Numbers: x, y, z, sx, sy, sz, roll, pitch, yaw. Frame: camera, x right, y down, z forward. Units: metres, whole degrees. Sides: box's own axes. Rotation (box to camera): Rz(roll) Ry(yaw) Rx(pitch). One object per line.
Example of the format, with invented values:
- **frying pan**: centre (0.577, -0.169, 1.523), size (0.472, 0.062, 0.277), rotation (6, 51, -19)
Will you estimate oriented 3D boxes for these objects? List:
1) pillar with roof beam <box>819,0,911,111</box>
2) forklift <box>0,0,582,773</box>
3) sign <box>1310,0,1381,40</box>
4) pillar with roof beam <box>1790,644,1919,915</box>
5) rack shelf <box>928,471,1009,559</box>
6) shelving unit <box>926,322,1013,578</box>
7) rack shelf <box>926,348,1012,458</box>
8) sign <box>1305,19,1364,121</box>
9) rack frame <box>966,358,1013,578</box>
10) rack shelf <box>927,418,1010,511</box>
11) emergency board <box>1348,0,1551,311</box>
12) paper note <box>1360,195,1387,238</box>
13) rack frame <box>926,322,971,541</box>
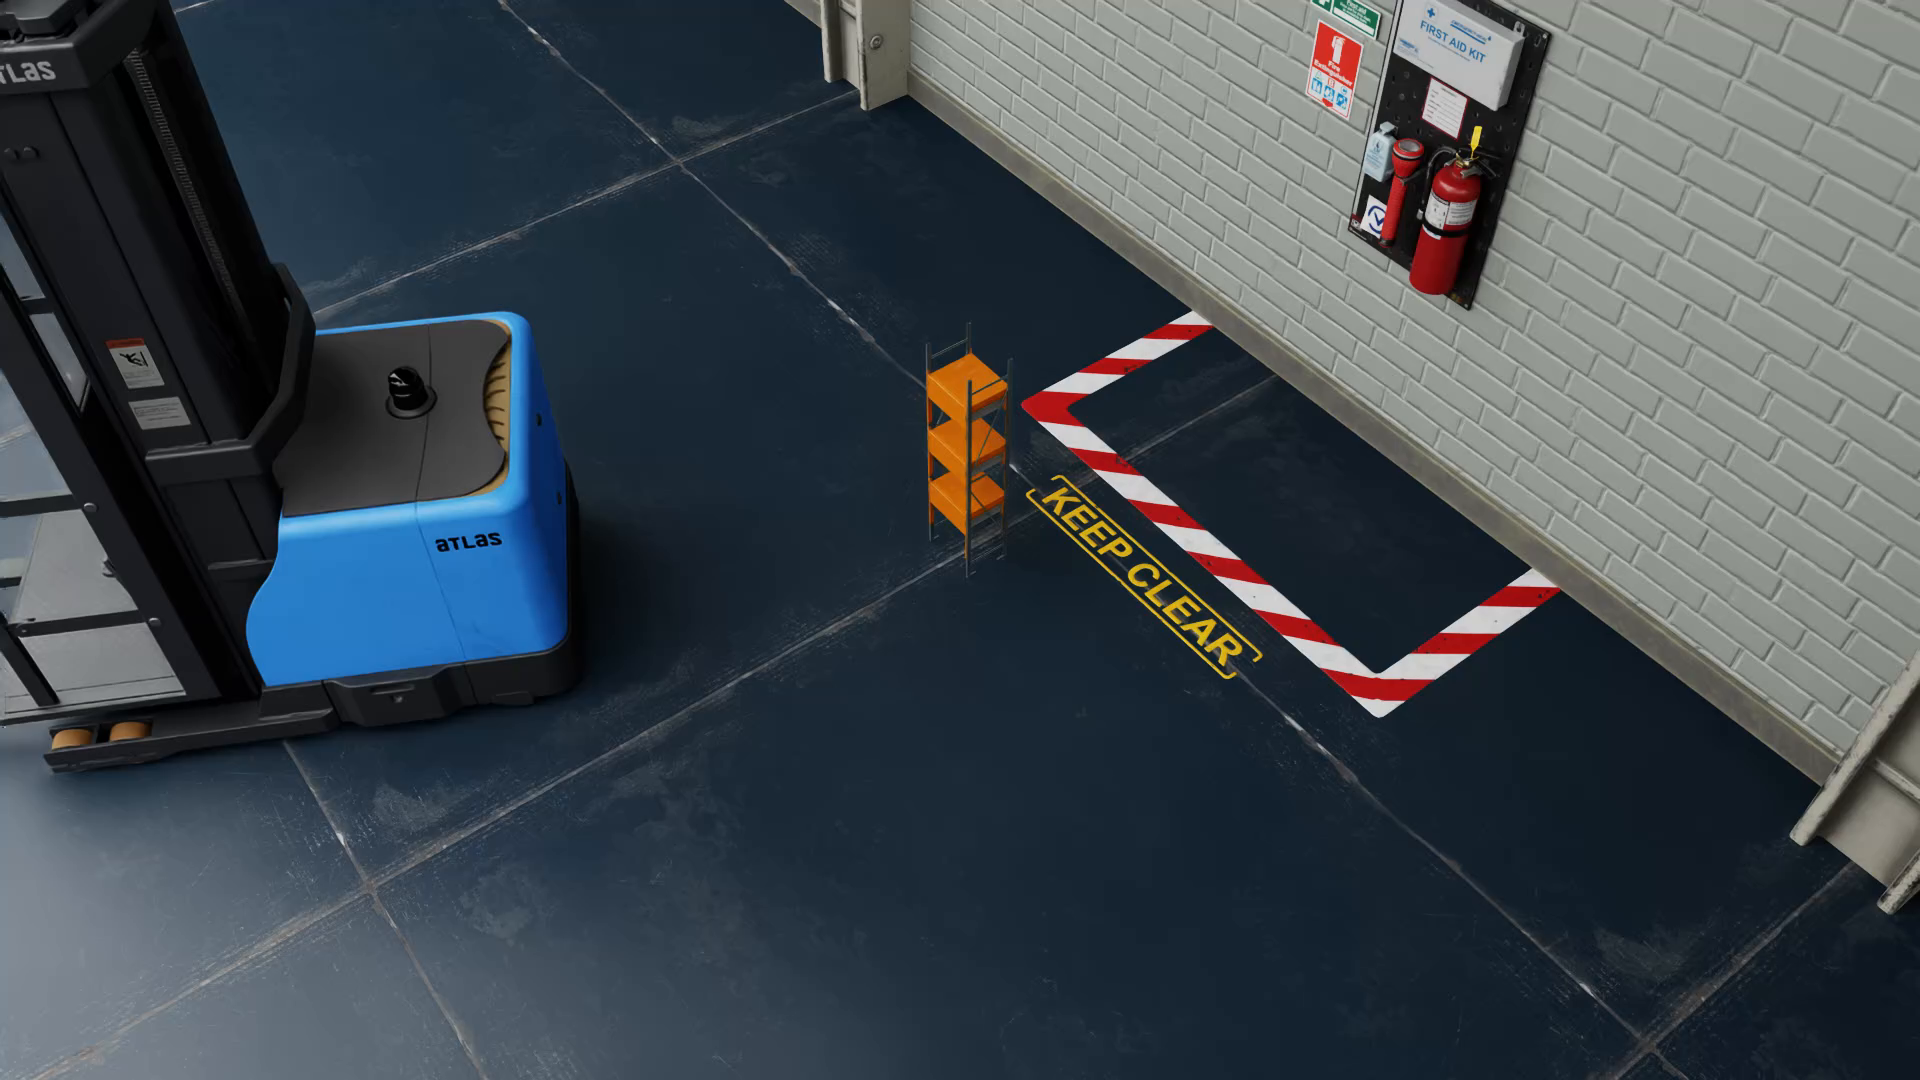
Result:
- **pillar with roof beam**: centre (-3.921, -3.548, 3.891), size (9.100, 9.000, 0.400), rotation (-29, 54, -24)
- **forklift**: centre (-2.975, -0.576, 5.293), size (3.031, 2.935, 1.130), rotation (-7, 48, -6)
- **sign**: centre (1.415, -1.956, 6.116), size (0.001, 0.109, 0.331), rotation (-29, 54, -24)
- **pillar with roof beam**: centre (-0.288, -0.010, 0.684), size (9.100, 9.000, 0.400), rotation (-29, 54, -24)
- **rack shelf**: centre (0.032, -0.127, 6.545), size (0.215, 0.259, 0.240), rotation (-29, 54, -24)
- **shelving unit**: centre (0.032, -0.321, 6.331), size (0.215, 1.050, 0.252), rotation (-29, 54, -24)
- **rack shelf**: centre (0.032, -0.505, 6.129), size (0.215, 0.259, 0.240), rotation (-29, 54, -24)
- **sign**: centre (1.419, -1.785, 6.318), size (0.001, 0.329, 0.234), rotation (-29, 54, -24)
- **rack frame**: centre (0.106, -0.249, 6.266), size (0.200, 1.050, 0.008), rotation (-29, 54, -24)
- **rack shelf**: centre (0.032, -0.314, 6.339), size (0.215, 0.259, 0.240), rotation (-29, 54, -24)
- **emergency board**: centre (1.672, -1.401, 5.994), size (0.194, 1.169, 0.643), rotation (-29, 54, -24)
- **paper note**: centre (1.620, -1.240, 6.443), size (0.016, 0.148, 0.142), rotation (-29, 54, -24)
- **rack frame**: centre (-0.041, -0.393, 6.397), size (0.200, 1.050, 0.008), rotation (-29, 54, -24)
